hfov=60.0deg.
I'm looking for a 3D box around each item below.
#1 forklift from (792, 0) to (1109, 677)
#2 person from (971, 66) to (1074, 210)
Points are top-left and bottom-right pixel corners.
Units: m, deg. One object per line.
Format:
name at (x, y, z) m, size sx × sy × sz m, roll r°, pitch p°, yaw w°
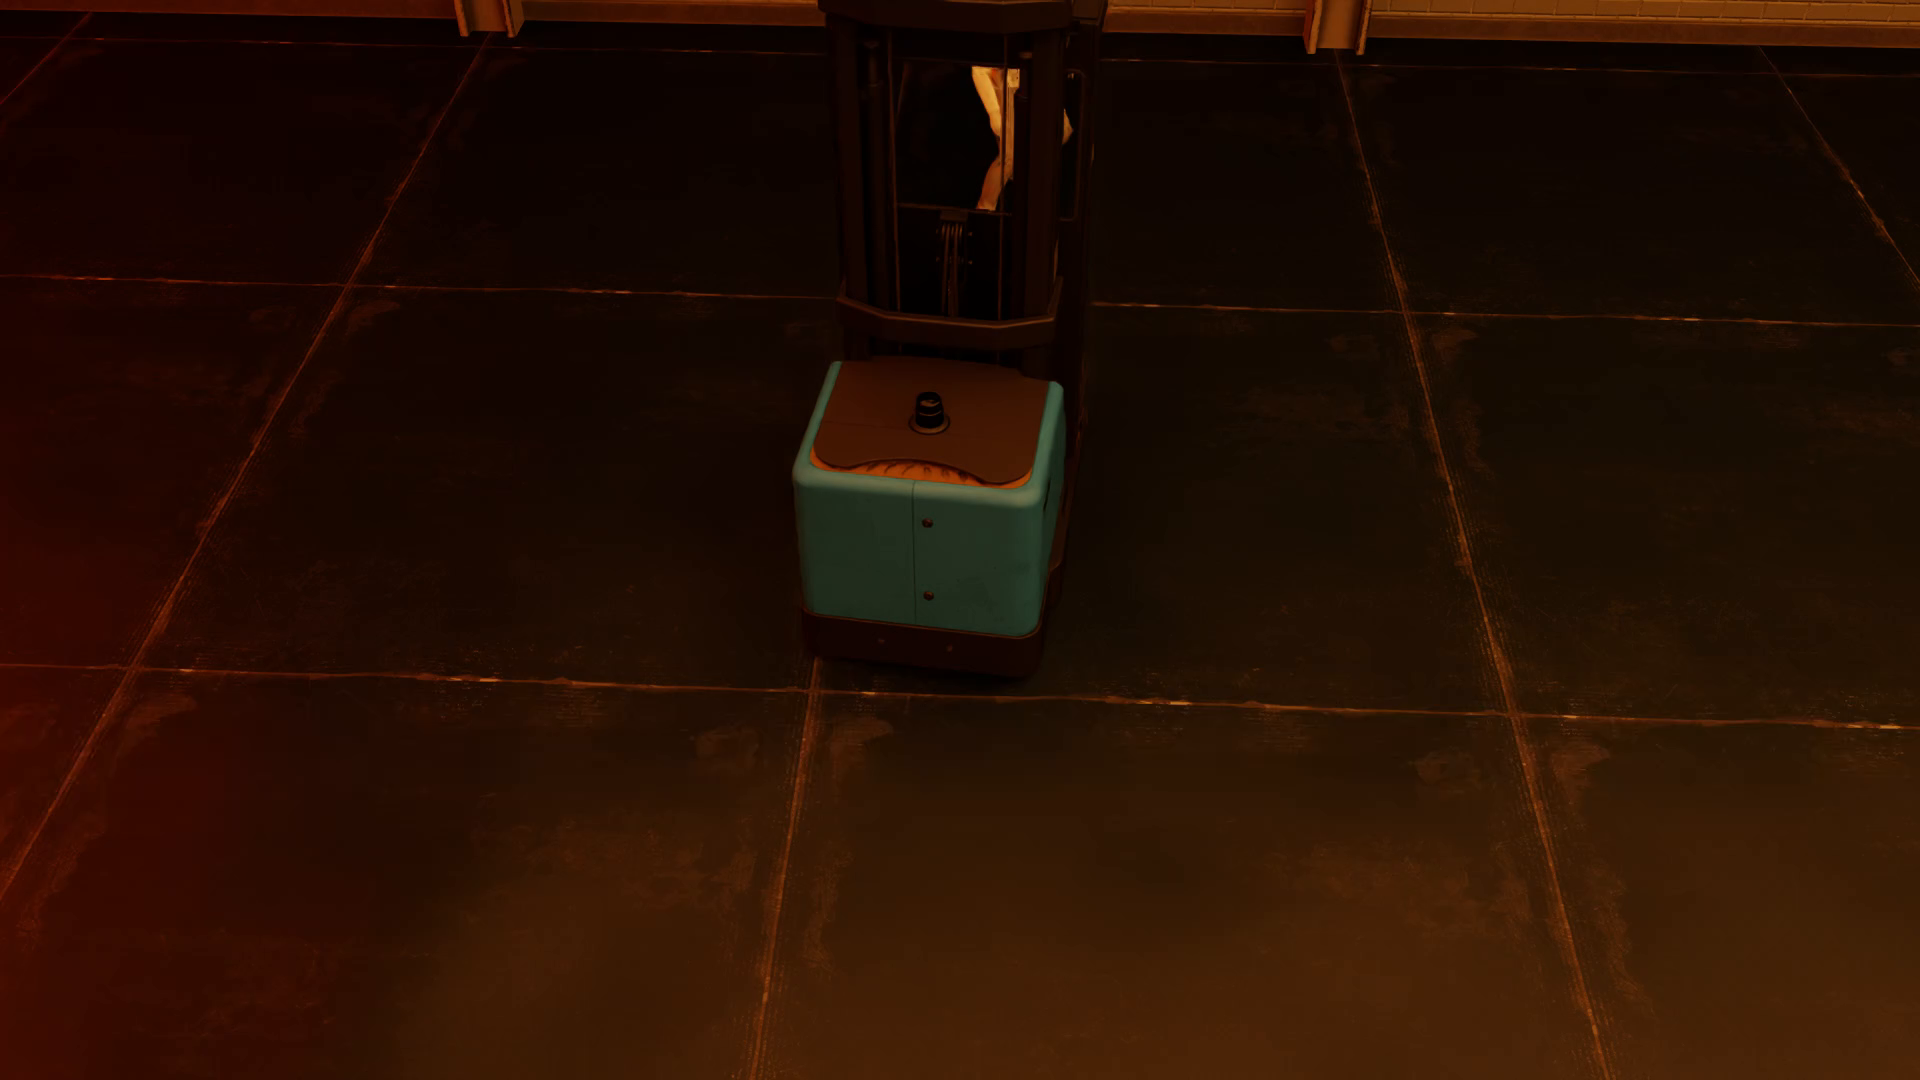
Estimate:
forklift at (0.050, -1.490, 7.375) m, size 1.130 × 2.935 × 3.031 m, roll 6°, pitch 43°, yaw 7°
person at (0.318, -2.613, 9.636) m, size 0.506 × 1.532 × 0.779 m, roll 32°, pitch 51°, yaw 30°
